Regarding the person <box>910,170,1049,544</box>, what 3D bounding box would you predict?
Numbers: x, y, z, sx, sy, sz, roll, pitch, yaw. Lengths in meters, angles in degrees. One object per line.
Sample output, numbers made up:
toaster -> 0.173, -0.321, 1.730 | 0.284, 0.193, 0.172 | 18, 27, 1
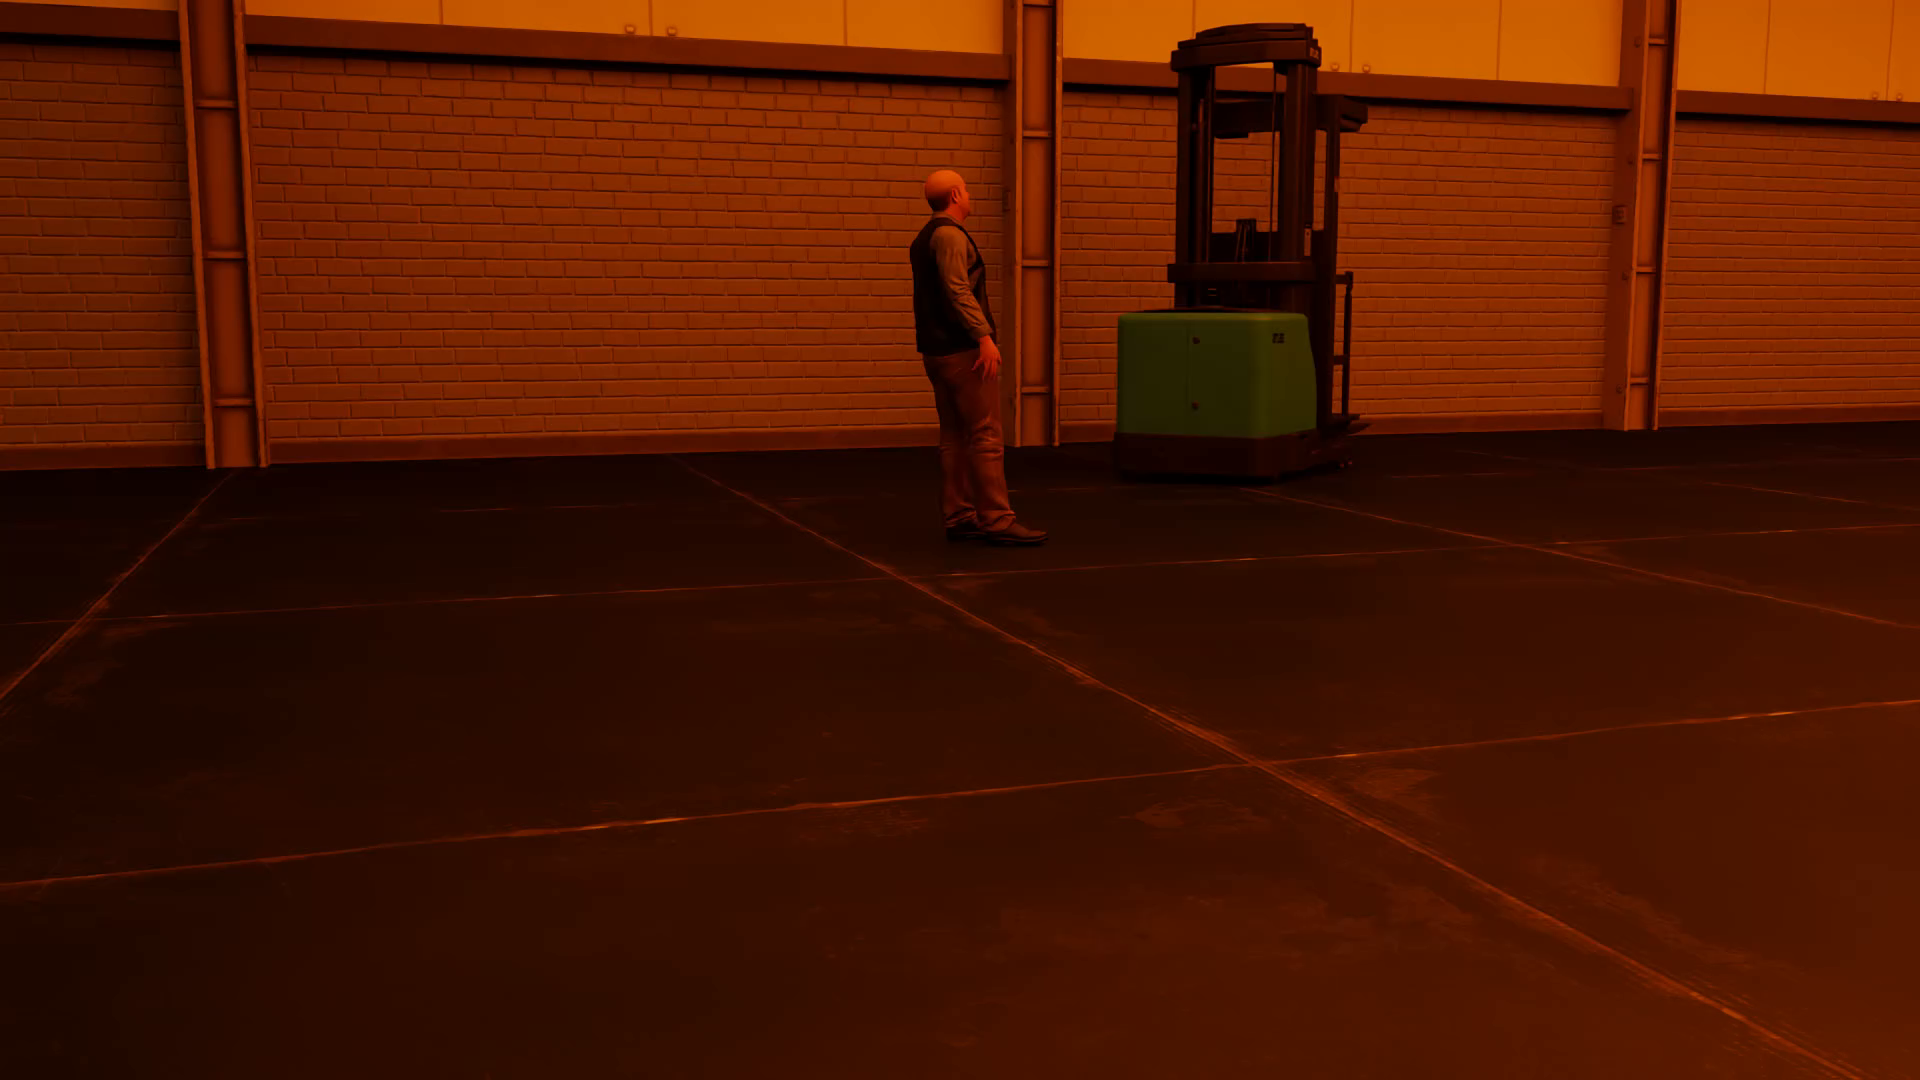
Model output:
person -> 0.061, -0.862, 7.819 | 0.568, 1.720, 0.632 | -3, 8, -18

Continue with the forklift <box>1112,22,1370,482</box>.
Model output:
forklift -> 2.139, -1.972, 11.552 | 1.130, 2.935, 3.031 | 4, 9, 29
